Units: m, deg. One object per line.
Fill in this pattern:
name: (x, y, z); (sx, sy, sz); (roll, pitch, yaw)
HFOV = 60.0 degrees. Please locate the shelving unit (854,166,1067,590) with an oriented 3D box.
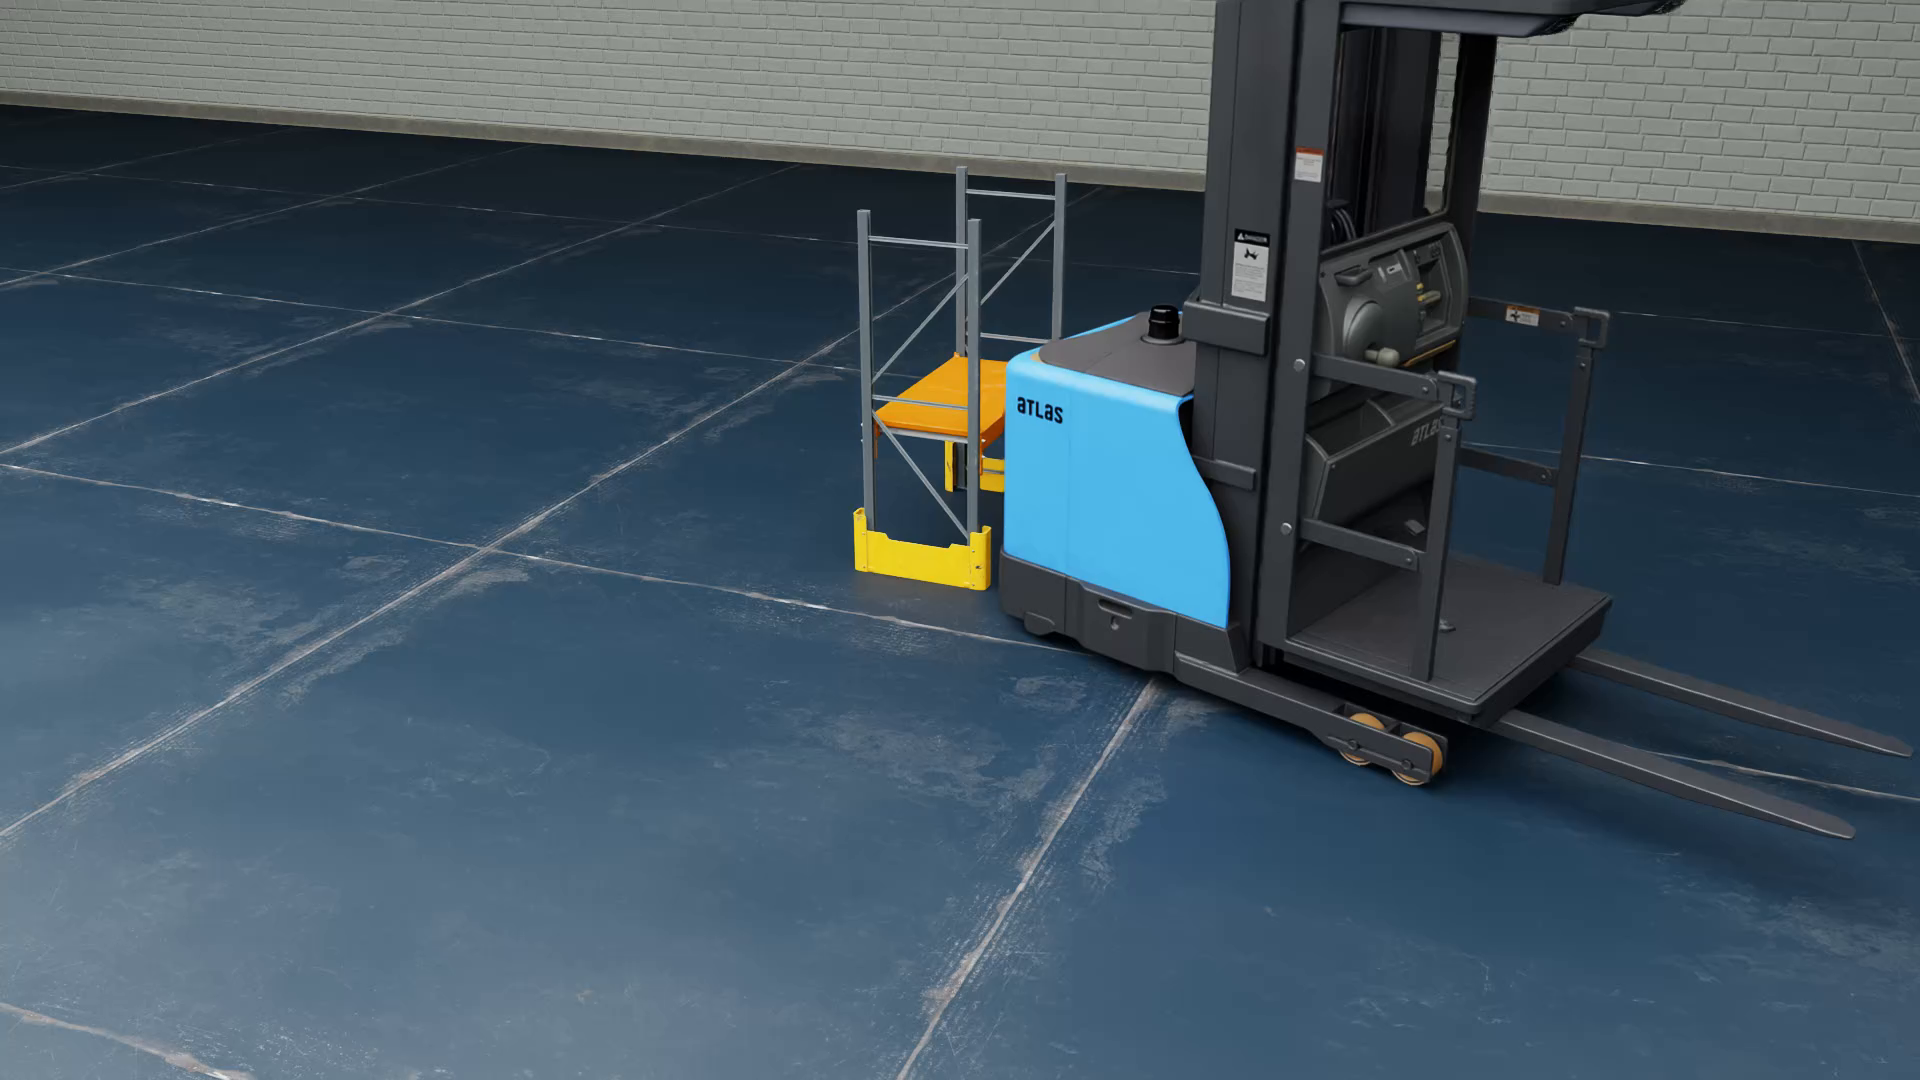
shelving unit: (0.028, -0.719, 7.026); (0.587, 1.500, 1.083); (9, 24, 20)

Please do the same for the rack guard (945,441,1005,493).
rack guard: (0.213, -0.321, 7.694); (0.587, 0.250, 0.087); (9, 24, 20)

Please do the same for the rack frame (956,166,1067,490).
rack frame: (0.221, -0.904, 7.470); (0.500, 1.500, 0.032); (9, 24, 20)

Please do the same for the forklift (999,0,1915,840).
forklift: (1.589, -0.791, 5.341); (3.031, 2.935, 1.130); (19, 29, 38)

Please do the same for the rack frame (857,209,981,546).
rack frame: (-0.157, -0.541, 6.598); (0.500, 1.500, 0.032); (9, 24, 20)

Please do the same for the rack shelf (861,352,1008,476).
rack shelf: (0.032, -0.557, 7.103); (0.538, 0.185, 1.000); (9, 24, 20)

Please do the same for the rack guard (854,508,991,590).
rack guard: (-0.157, 0.036, 6.840); (0.587, 0.250, 0.087); (9, 24, 20)
